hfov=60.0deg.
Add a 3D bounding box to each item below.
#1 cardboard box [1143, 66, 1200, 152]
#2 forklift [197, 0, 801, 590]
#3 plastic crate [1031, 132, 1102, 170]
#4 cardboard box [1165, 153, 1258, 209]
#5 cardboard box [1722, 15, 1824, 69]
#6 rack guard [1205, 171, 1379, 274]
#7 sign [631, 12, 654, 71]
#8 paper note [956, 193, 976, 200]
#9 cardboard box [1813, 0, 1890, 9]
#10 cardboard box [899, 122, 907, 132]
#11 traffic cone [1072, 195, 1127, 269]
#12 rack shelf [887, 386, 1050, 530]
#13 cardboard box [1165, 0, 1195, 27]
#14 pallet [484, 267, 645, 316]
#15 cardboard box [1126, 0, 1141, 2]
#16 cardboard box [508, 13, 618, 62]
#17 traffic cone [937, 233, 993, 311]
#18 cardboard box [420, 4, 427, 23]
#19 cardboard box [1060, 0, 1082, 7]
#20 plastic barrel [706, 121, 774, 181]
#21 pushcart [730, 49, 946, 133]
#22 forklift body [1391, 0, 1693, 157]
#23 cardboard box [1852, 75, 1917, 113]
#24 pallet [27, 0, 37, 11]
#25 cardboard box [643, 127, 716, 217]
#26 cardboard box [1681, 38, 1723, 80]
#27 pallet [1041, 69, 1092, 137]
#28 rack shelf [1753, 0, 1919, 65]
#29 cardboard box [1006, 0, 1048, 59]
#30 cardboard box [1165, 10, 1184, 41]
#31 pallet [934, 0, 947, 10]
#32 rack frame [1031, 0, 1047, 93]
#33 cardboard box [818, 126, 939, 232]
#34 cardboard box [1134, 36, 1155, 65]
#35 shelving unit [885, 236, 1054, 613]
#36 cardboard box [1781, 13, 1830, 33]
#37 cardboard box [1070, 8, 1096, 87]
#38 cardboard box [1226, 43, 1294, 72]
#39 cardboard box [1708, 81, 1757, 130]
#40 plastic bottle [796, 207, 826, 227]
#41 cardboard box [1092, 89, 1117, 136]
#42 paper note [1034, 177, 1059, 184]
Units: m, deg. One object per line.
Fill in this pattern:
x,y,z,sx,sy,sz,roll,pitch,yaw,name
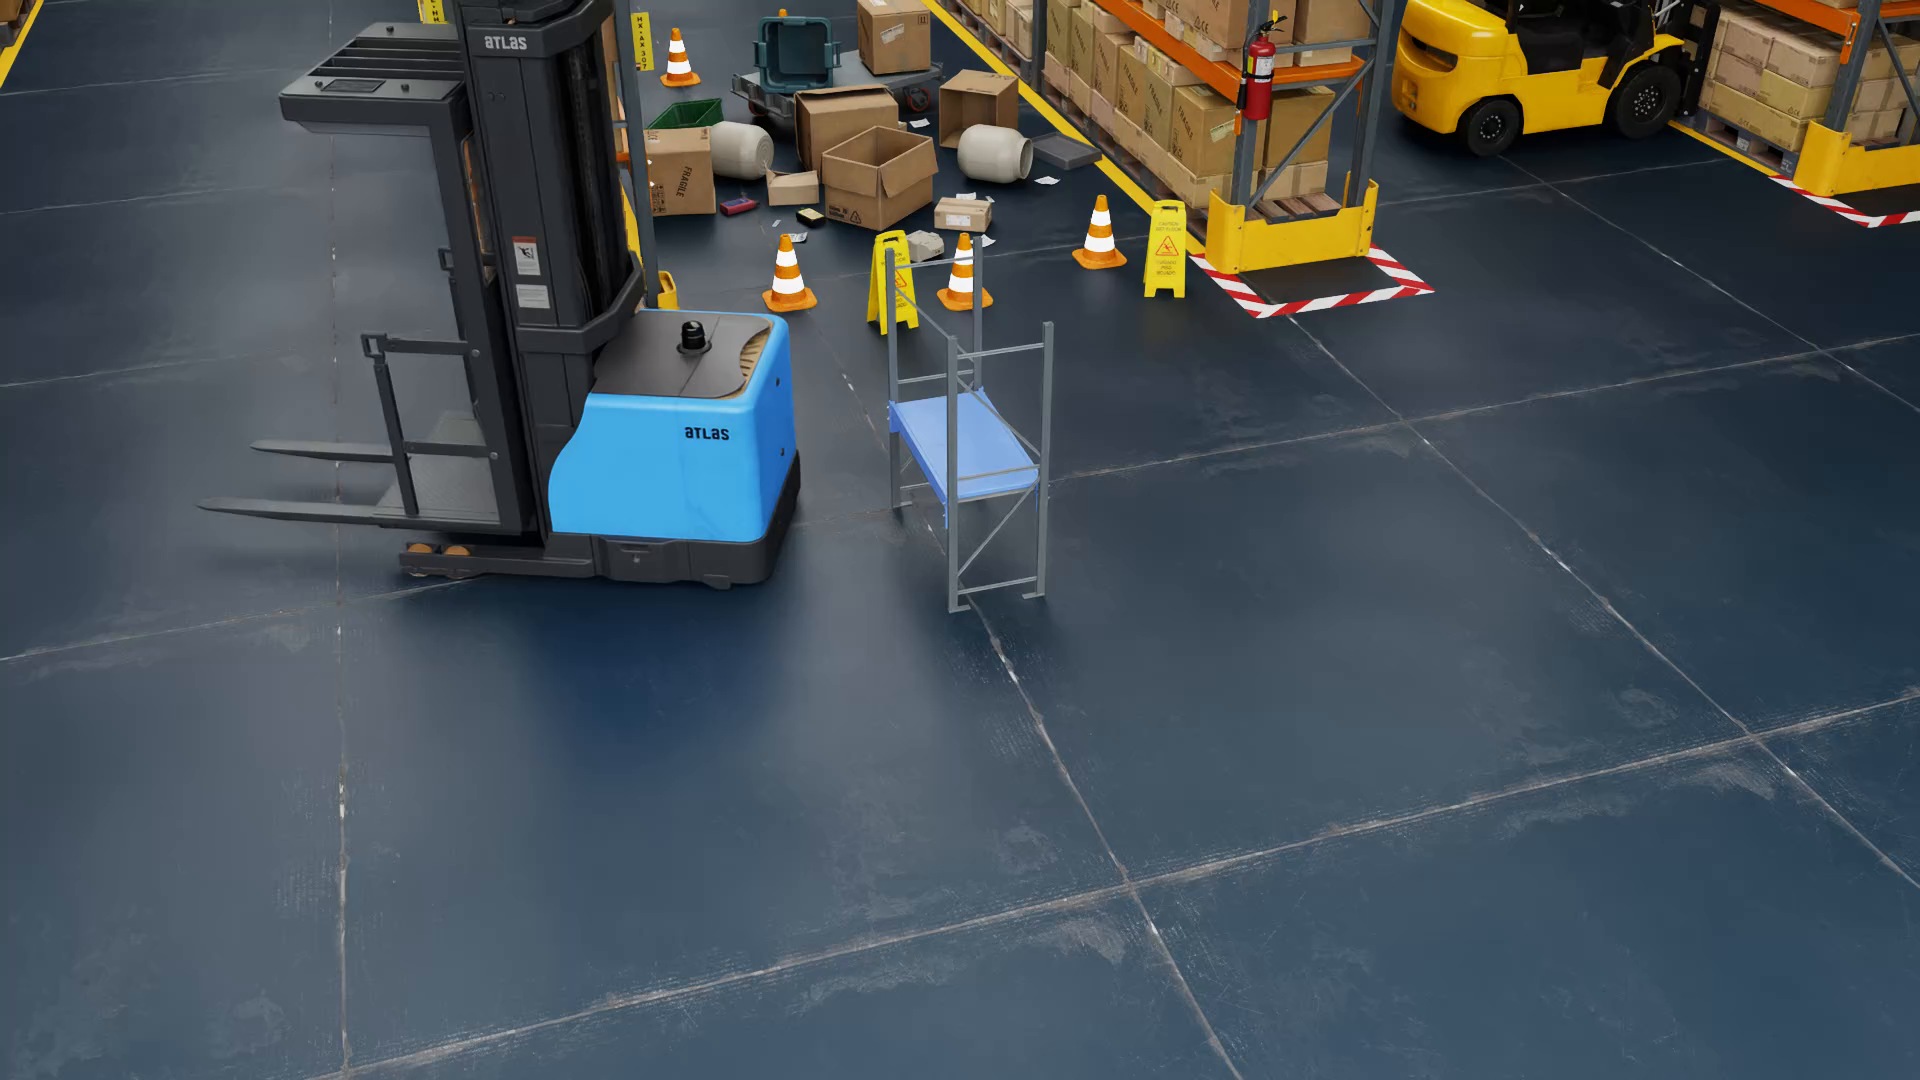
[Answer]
1.691,-3.225,12.343,0.500,0.500,0.500,-9,34,-13,cardboard box
-2.417,-1.310,8.074,3.031,2.935,1.130,3,34,5,forklift
0.824,-3.154,13.451,0.402,0.080,0.583,-23,40,-31,plastic crate
1.836,-2.654,12.159,0.500,0.250,0.500,-10,35,-15,cardboard box
6.473,-3.973,13.247,0.500,0.250,0.500,-9,35,-14,cardboard box
2.323,-2.231,11.673,1.175,0.500,0.348,-10,35,-15,rack guard
-1.807,-2.833,9.460,0.100,0.325,0.005,-10,35,-15,sign
0.046,-2.624,12.703,0.148,0.019,0.142,1,33,2,paper note
6.672,-4.327,12.487,0.500,0.500,0.500,-11,35,-16,cardboard box
-0.670,-3.405,13.662,0.396,0.266,0.258,19,38,26,cardboard box
0.986,-2.185,11.637,0.336,0.463,0.334,-10,35,-15,traffic cone
0.026,-0.431,8.368,0.538,0.185,1.000,-10,35,-15,rack shelf
1.770,-3.903,11.574,0.500,0.500,0.500,-10,35,-15,cardboard box
-2.656,-1.592,10.968,1.003,0.211,1.213,-10,35,-15,pallet
1.401,-4.210,12.628,0.380,0.149,0.250,-10,35,-15,cardboard box
-2.414,-3.063,9.550,0.875,0.550,0.550,-10,35,-15,cardboard box
0.033,-1.820,11.084,0.336,0.463,0.334,-10,35,-15,traffic cone
-3.832,-3.996,13.737,1.050,0.750,0.750,-10,35,-15,cardboard box
1.030,-4.515,13.707,0.380,0.149,0.250,-10,35,-14,cardboard box
-1.750,-3.037,12.961,0.512,0.421,0.421,13,36,18,plastic barrel
-1.030,-3.831,14.205,1.648,0.377,0.936,-23,40,-31,pushcart
4.756,-4.406,13.466,2.313,2.155,1.214,-10,35,-15,forklift body
7.126,-3.589,13.121,0.500,0.250,0.500,-9,35,-14,cardboard box
-10.069,-5.671,17.140,1.003,0.211,1.213,-10,35,-15,pallet
-2.107,-2.765,12.478,0.500,0.500,0.500,-4,34,-6,cardboard box
6.306,-4.043,13.808,0.500,0.250,0.500,-11,35,-16,cardboard box
1.364,-3.824,14.346,1.003,0.211,1.213,-10,35,-15,pallet
6.462,-4.821,13.977,1.077,0.370,4.000,-10,35,-15,rack shelf
0.964,-4.688,15.127,0.950,0.372,0.625,-10,35,-14,cardboard box
1.680,-3.673,11.815,0.380,0.149,0.250,-9,35,-14,cardboard box
0.143,-5.861,17.428,1.003,0.211,1.213,-10,35,-15,pallet
1.126,-5.334,14.102,1.000,3.000,0.127,-10,35,-15,rack frame
-0.601,-2.689,12.363,0.637,0.503,0.797,19,38,26,cardboard box
1.525,-3.675,12.436,0.380,0.149,0.250,-9,34,-13,cardboard box
0.026,-0.581,8.269,0.538,1.500,1.048,-10,35,-15,shelving unit
6.950,-4.062,13.383,0.500,0.250,0.500,-10,35,-15,cardboard box
1.223,-4.041,13.578,0.500,0.500,0.500,-9,34,-13,cardboard box
2.028,-3.290,11.236,0.380,0.149,0.250,-9,34,-13,cardboard box
6.485,-3.555,13.523,0.500,0.250,0.500,-10,35,-15,cardboard box
-1.124,-2.399,12.325,0.133,0.061,0.283,-23,40,-31,plastic bottle
1.387,-3.451,13.365,0.500,0.250,0.500,-10,35,-15,cardboard box
0.683,-2.808,12.972,0.142,0.019,0.148,-23,40,-31,paper note
